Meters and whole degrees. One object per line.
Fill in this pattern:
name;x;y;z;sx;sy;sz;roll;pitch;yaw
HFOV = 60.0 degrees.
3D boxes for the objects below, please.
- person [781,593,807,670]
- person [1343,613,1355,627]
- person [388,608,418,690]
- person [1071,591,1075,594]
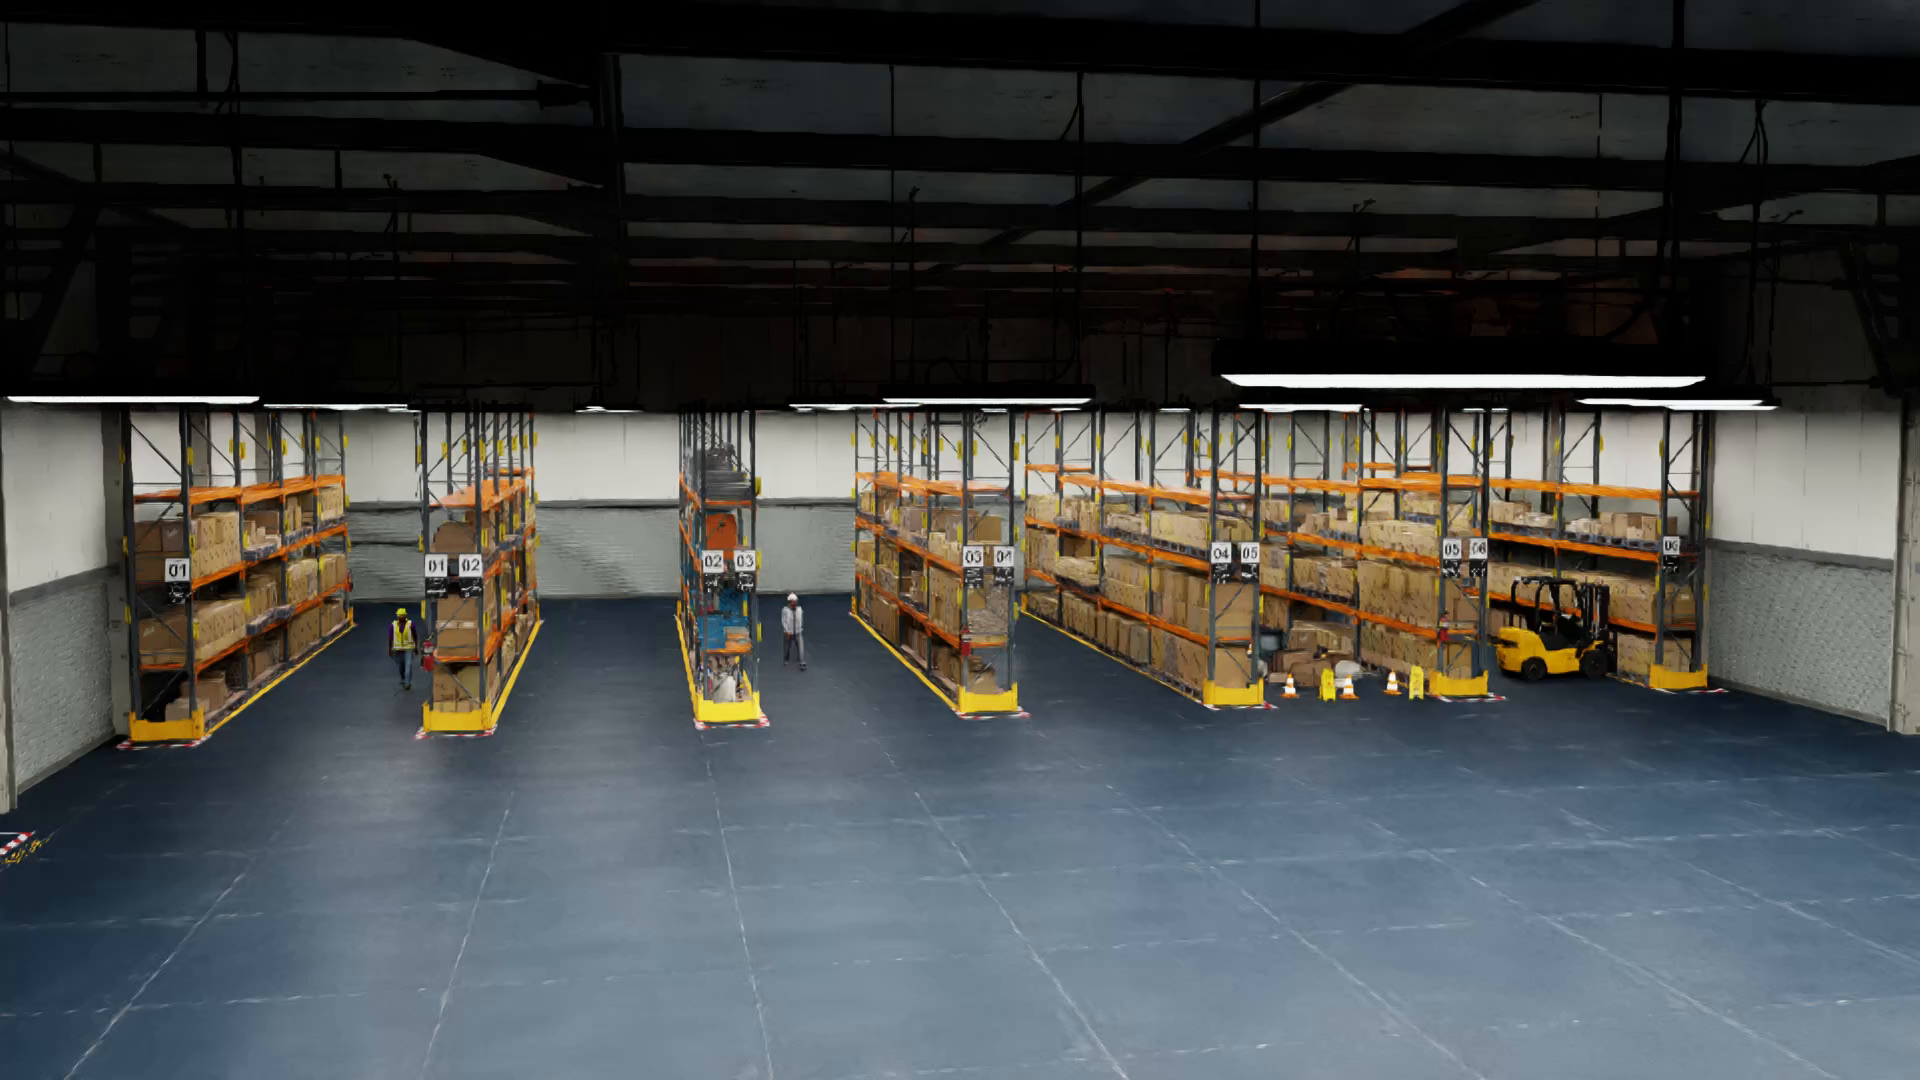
person;-3.756;2.045;37.293;0.537;1.715;1.028;-2;5;-20
person;10.117;1.596;43.431;0.569;1.668;0.563;2;5;21
person;-11.646;2.248;34.731;0.577;1.691;1.121;-1;4;-9
person;3.581;0.991;51.079;0.620;1.785;0.566;-4;6;-45
